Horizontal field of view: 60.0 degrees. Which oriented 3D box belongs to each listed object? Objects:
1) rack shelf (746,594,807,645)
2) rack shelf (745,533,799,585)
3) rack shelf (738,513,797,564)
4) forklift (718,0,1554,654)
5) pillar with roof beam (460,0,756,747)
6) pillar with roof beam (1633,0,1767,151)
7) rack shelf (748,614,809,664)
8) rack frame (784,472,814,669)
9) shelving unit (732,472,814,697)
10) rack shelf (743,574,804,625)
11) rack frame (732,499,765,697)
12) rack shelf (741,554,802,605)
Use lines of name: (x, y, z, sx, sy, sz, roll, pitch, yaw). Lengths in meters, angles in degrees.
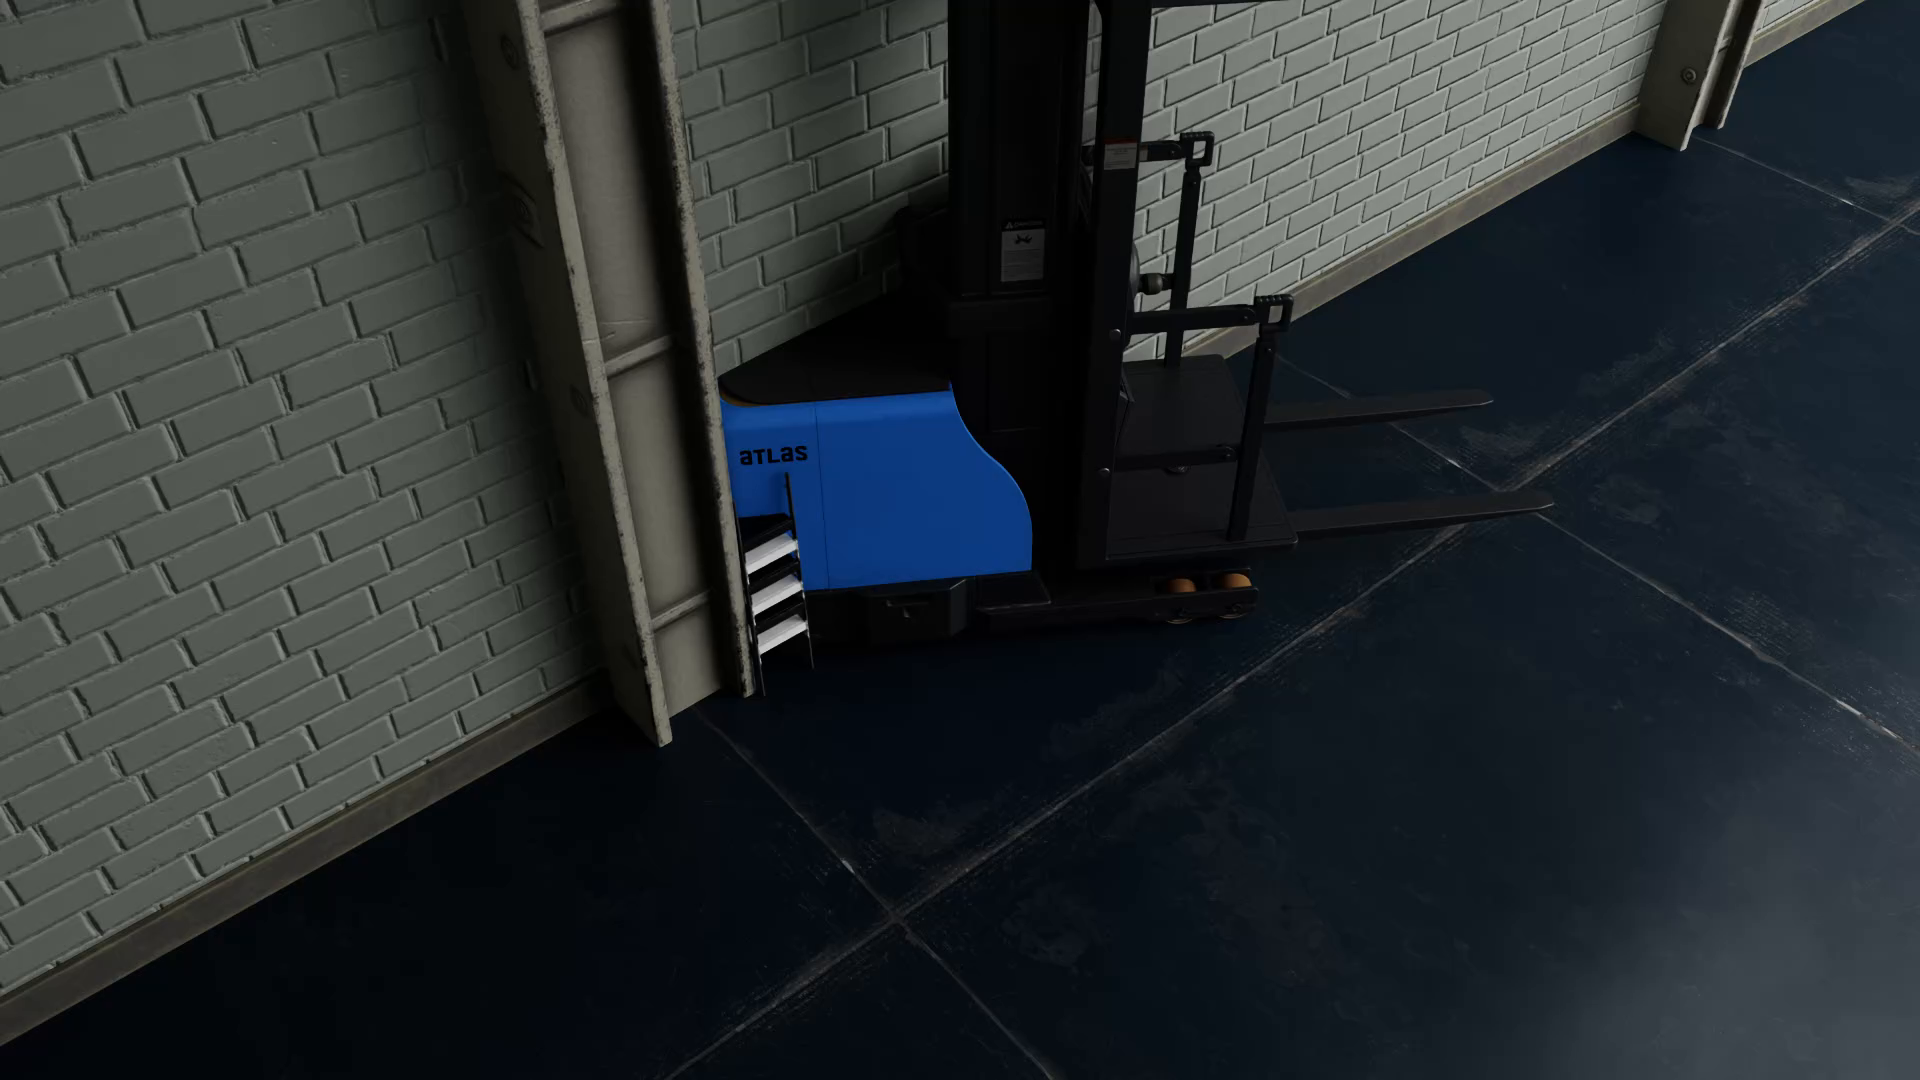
rack shelf: (-0.673, 0.216, 5.613, 0.200, 0.077, 0.258, -29, 48, -28)
rack shelf: (-0.682, 0.012, 5.437, 0.200, 0.077, 0.258, -29, 48, -28)
rack shelf: (-0.684, -0.056, 5.378, 0.200, 0.077, 0.258, -29, 48, -28)
forklift: (0.625, -1.125, 5.307, 3.031, 2.935, 1.130, -5, 43, -6)
pillar with roof beam: (1.816, -0.497, 0.206, 0.400, 9.000, 9.100, -30, 51, -28)
pillar with roof beam: (6.418, -3.132, 3.012, 0.400, 9.000, 9.100, -30, 51, -28)
rack shelf: (-0.671, 0.284, 5.672, 0.200, 0.077, 0.258, -29, 48, -28)
rack frame: (-0.599, 0.079, 5.580, 0.006, 0.900, 0.240, -29, 48, -28)
shelving unit: (-0.677, 0.123, 5.533, 0.210, 0.900, 0.258, -29, 48, -28)
rack shelf: (-0.676, 0.148, 5.554, 0.200, 0.077, 0.258, -29, 48, -28)
rack frame: (-0.756, 0.167, 5.485, 0.006, 0.900, 0.240, -29, 48, -28)
rack shelf: (-0.679, 0.080, 5.496, 0.200, 0.077, 0.258, -29, 48, -28)
